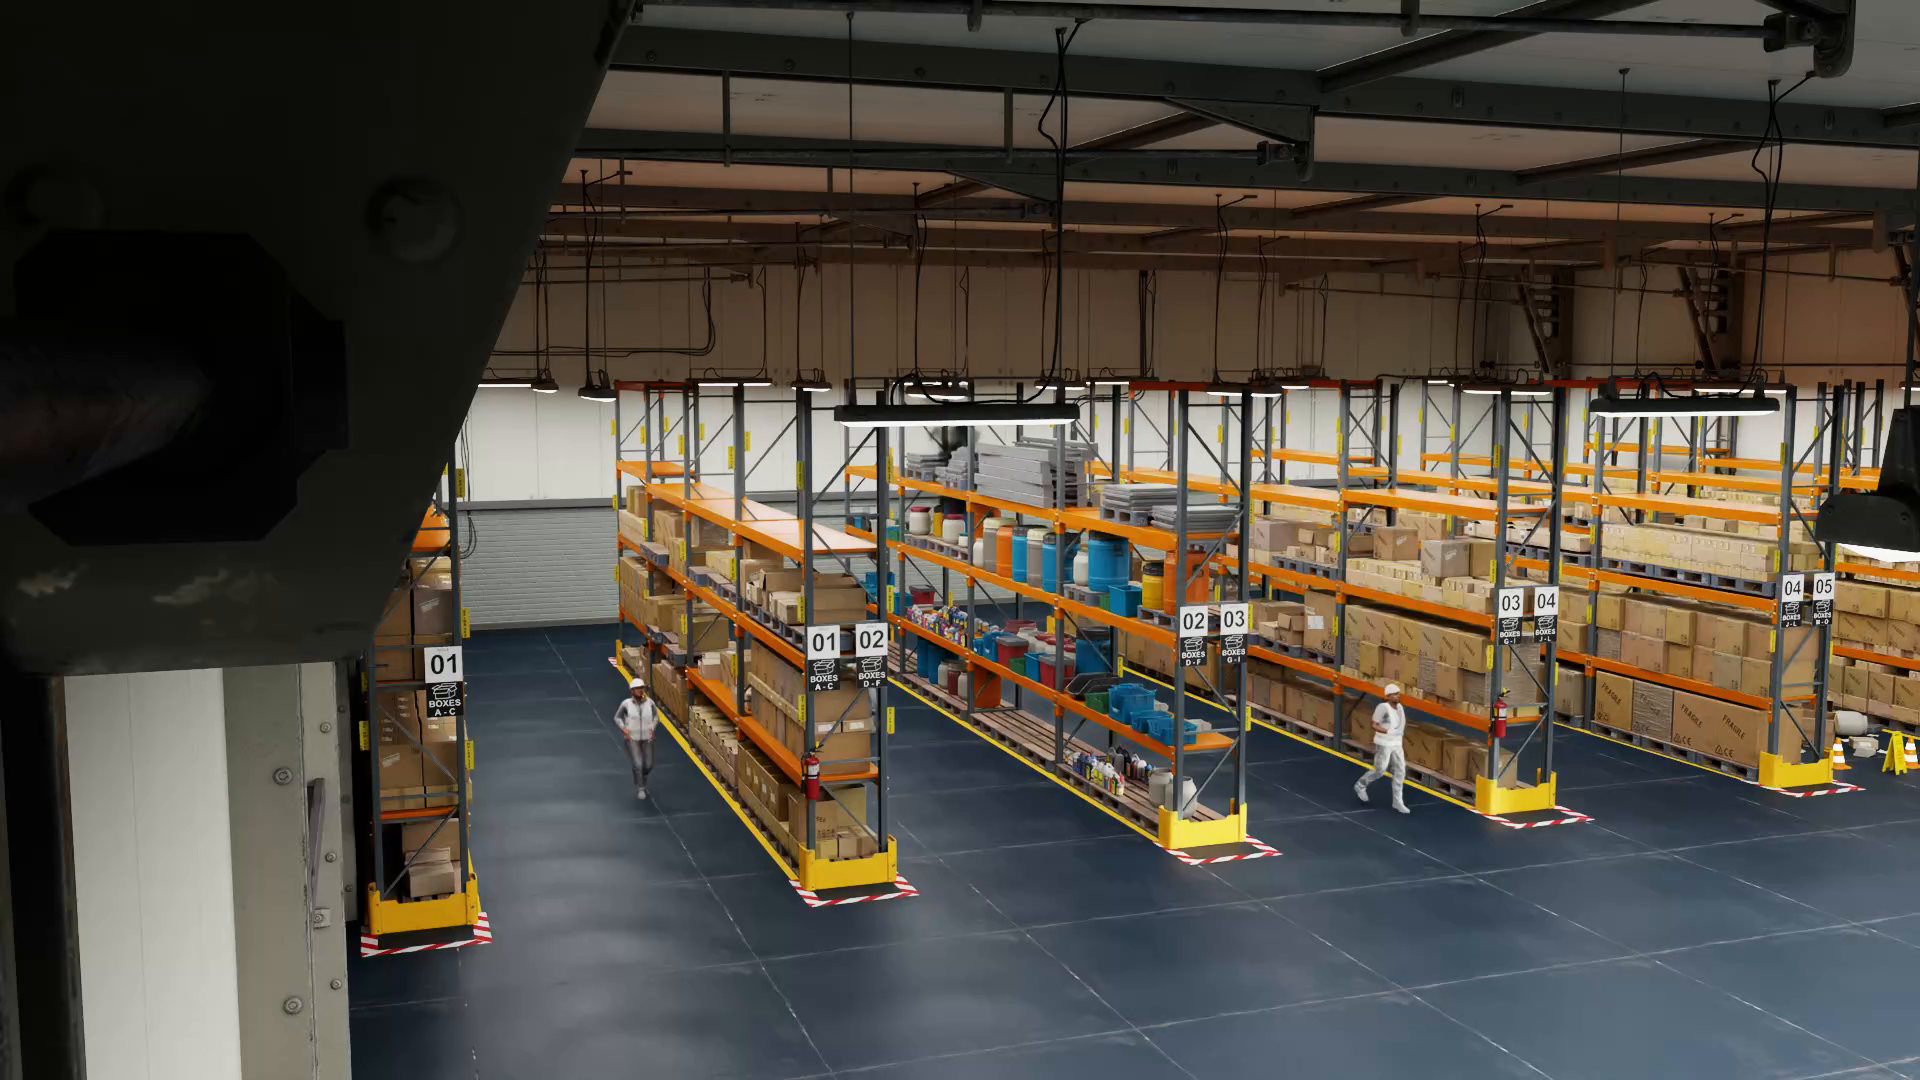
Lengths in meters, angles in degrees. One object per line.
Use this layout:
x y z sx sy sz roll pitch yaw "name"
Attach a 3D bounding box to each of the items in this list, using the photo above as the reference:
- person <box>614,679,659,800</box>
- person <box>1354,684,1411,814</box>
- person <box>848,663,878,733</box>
-4.735 2.891 24.407 0.670 1.746 0.617 -3 7 -24 "person"
6.088 2.936 23.730 0.687 1.796 0.903 -5 8 -37 "person"
-1.658 2.488 28.656 0.587 1.715 0.680 -3 7 -28 "person"
